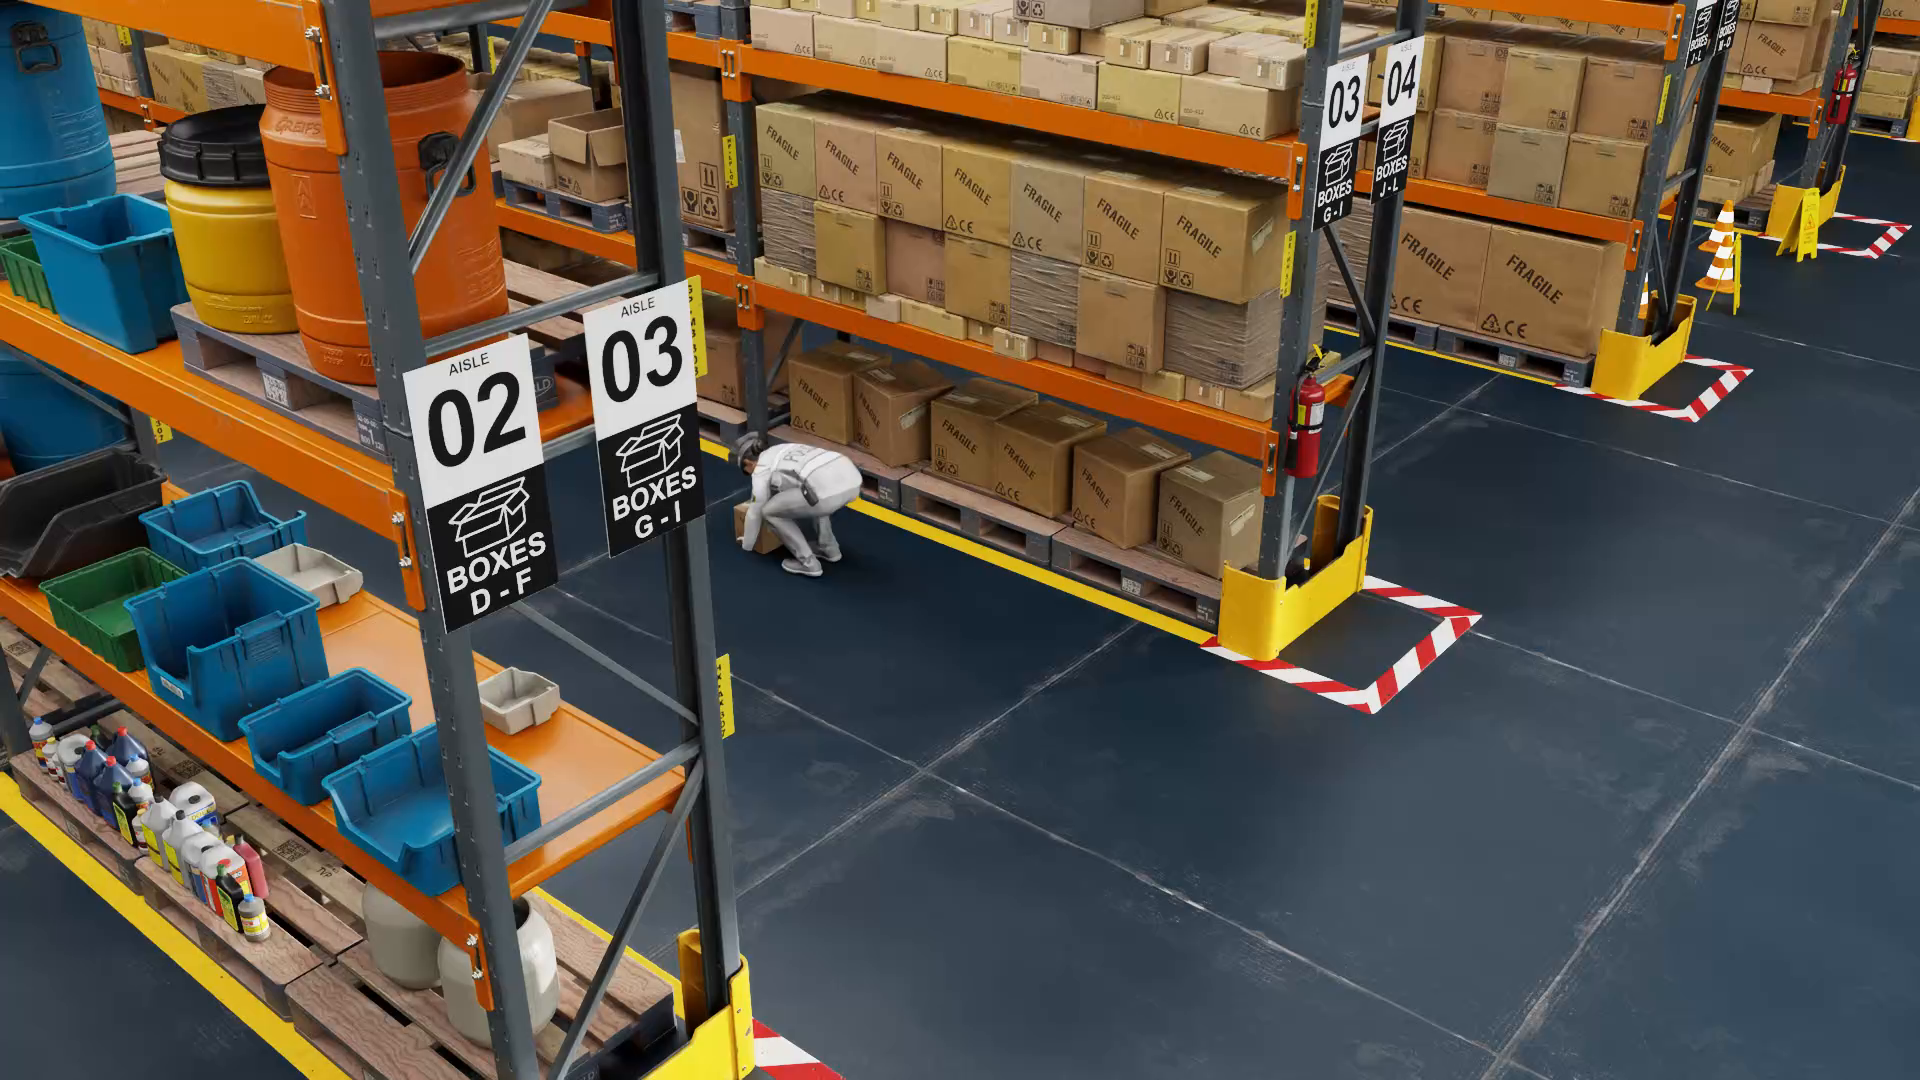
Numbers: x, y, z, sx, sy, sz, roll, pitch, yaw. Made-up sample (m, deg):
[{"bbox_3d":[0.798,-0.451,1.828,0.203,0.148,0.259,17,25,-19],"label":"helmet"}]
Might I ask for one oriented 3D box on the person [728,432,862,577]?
[{"bbox_3d":[-1.007,-0.219,10.052,0.914,0.761,0.453,20,33,33],"label":"person"}]
